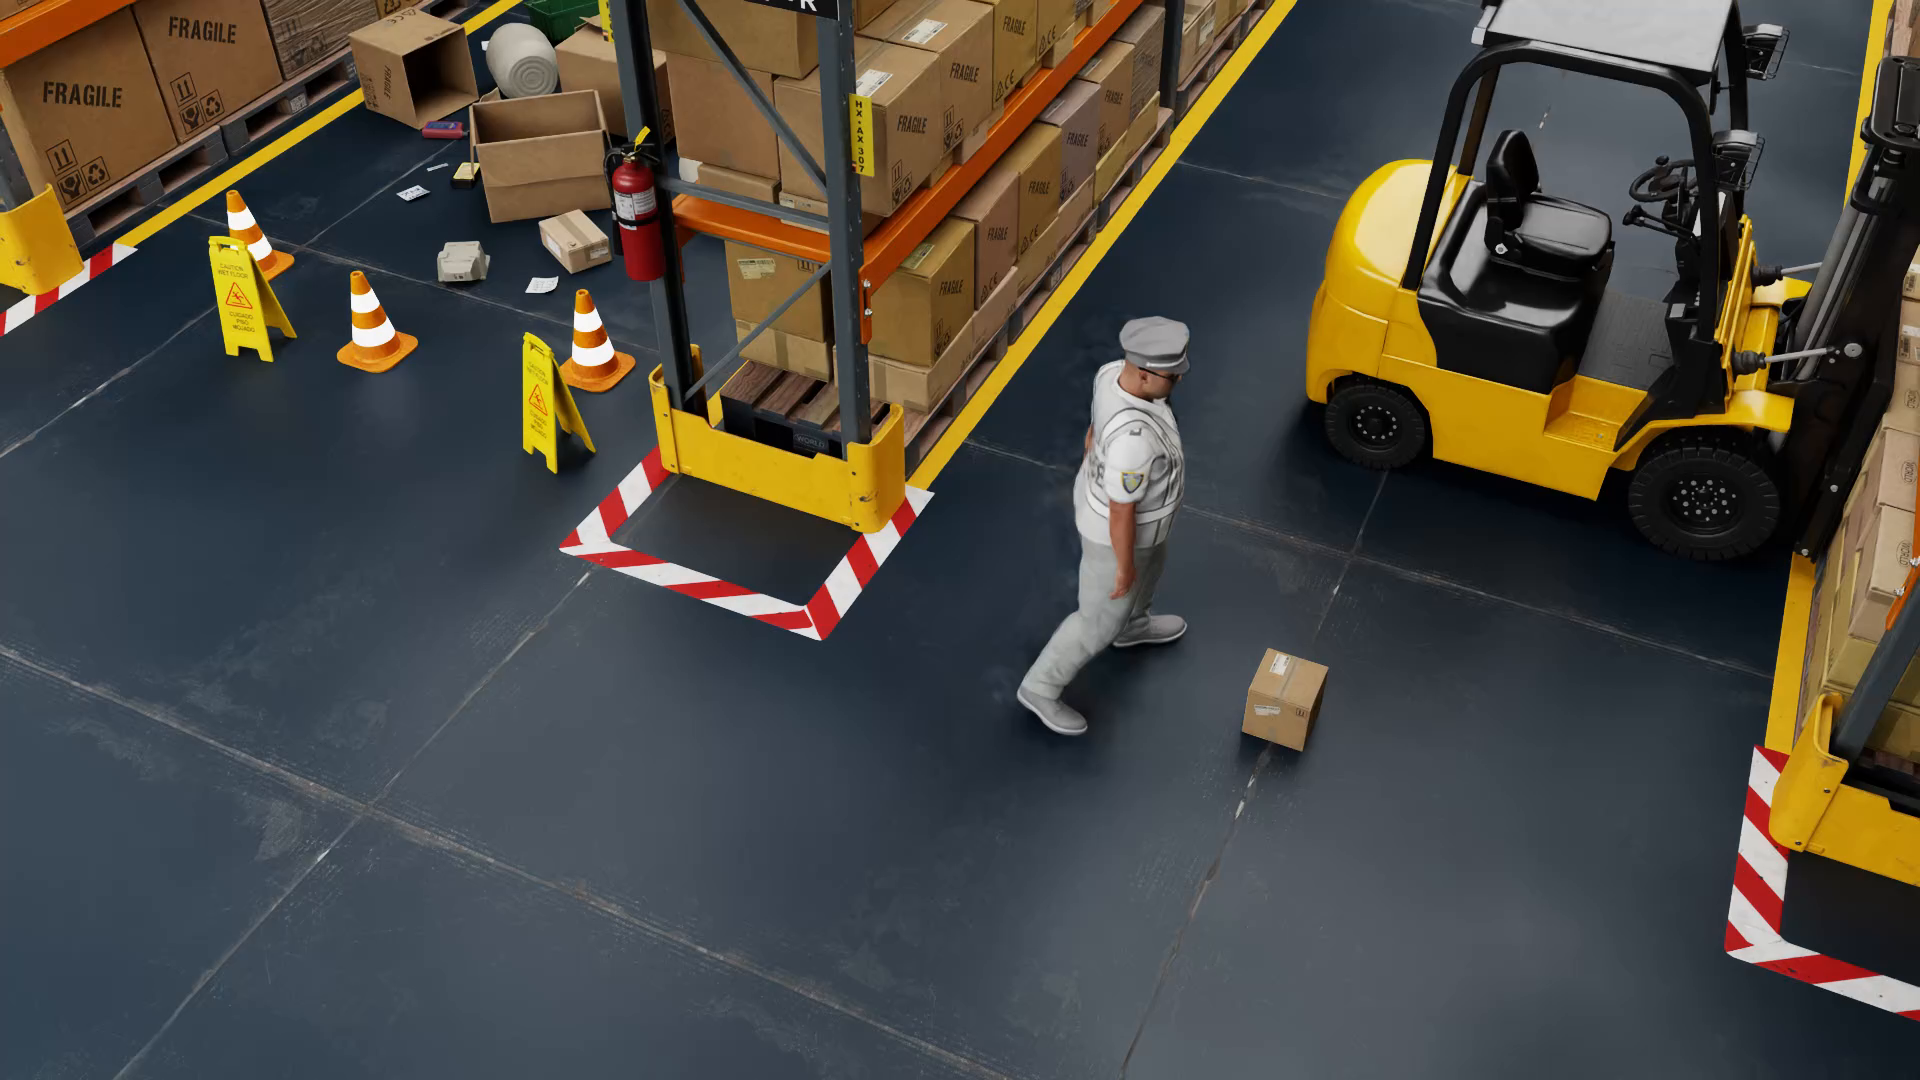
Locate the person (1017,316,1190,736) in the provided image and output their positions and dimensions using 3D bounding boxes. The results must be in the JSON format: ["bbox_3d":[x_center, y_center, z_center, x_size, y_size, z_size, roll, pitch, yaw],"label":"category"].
[{"bbox_3d":[0.587,-0.070,6.224,0.718,1.715,0.683,1,42,1],"label":"person"}]
